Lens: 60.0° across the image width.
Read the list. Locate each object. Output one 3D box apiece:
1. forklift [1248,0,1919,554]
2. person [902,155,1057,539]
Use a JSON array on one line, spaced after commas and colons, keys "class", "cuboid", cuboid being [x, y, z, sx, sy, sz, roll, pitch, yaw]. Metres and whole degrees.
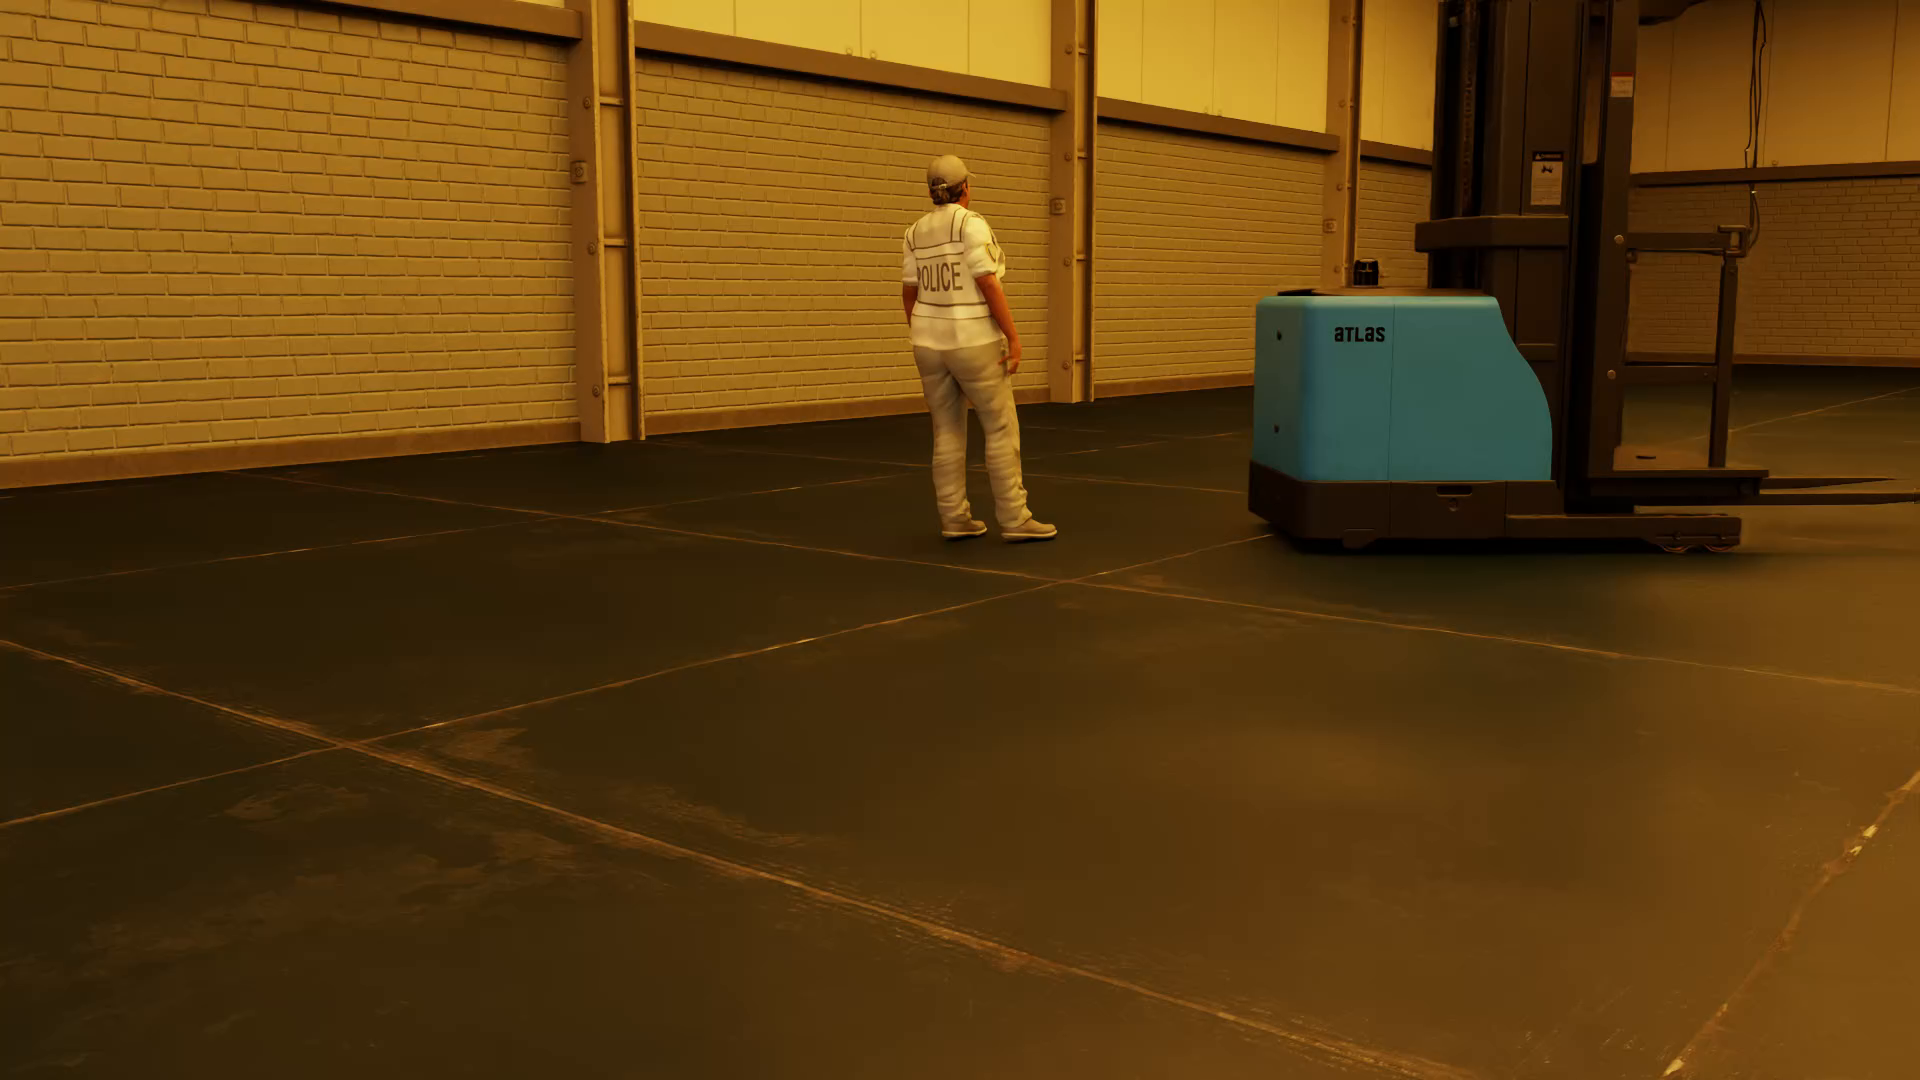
[{"class": "forklift", "cuboid": [2.899, -1.469, 7.322, 3.031, 2.935, 1.130, 0, 8, -3]}, {"class": "person", "cuboid": [0.066, -0.839, 7.328, 0.599, 1.670, 0.529, 7, 11, 38]}]
